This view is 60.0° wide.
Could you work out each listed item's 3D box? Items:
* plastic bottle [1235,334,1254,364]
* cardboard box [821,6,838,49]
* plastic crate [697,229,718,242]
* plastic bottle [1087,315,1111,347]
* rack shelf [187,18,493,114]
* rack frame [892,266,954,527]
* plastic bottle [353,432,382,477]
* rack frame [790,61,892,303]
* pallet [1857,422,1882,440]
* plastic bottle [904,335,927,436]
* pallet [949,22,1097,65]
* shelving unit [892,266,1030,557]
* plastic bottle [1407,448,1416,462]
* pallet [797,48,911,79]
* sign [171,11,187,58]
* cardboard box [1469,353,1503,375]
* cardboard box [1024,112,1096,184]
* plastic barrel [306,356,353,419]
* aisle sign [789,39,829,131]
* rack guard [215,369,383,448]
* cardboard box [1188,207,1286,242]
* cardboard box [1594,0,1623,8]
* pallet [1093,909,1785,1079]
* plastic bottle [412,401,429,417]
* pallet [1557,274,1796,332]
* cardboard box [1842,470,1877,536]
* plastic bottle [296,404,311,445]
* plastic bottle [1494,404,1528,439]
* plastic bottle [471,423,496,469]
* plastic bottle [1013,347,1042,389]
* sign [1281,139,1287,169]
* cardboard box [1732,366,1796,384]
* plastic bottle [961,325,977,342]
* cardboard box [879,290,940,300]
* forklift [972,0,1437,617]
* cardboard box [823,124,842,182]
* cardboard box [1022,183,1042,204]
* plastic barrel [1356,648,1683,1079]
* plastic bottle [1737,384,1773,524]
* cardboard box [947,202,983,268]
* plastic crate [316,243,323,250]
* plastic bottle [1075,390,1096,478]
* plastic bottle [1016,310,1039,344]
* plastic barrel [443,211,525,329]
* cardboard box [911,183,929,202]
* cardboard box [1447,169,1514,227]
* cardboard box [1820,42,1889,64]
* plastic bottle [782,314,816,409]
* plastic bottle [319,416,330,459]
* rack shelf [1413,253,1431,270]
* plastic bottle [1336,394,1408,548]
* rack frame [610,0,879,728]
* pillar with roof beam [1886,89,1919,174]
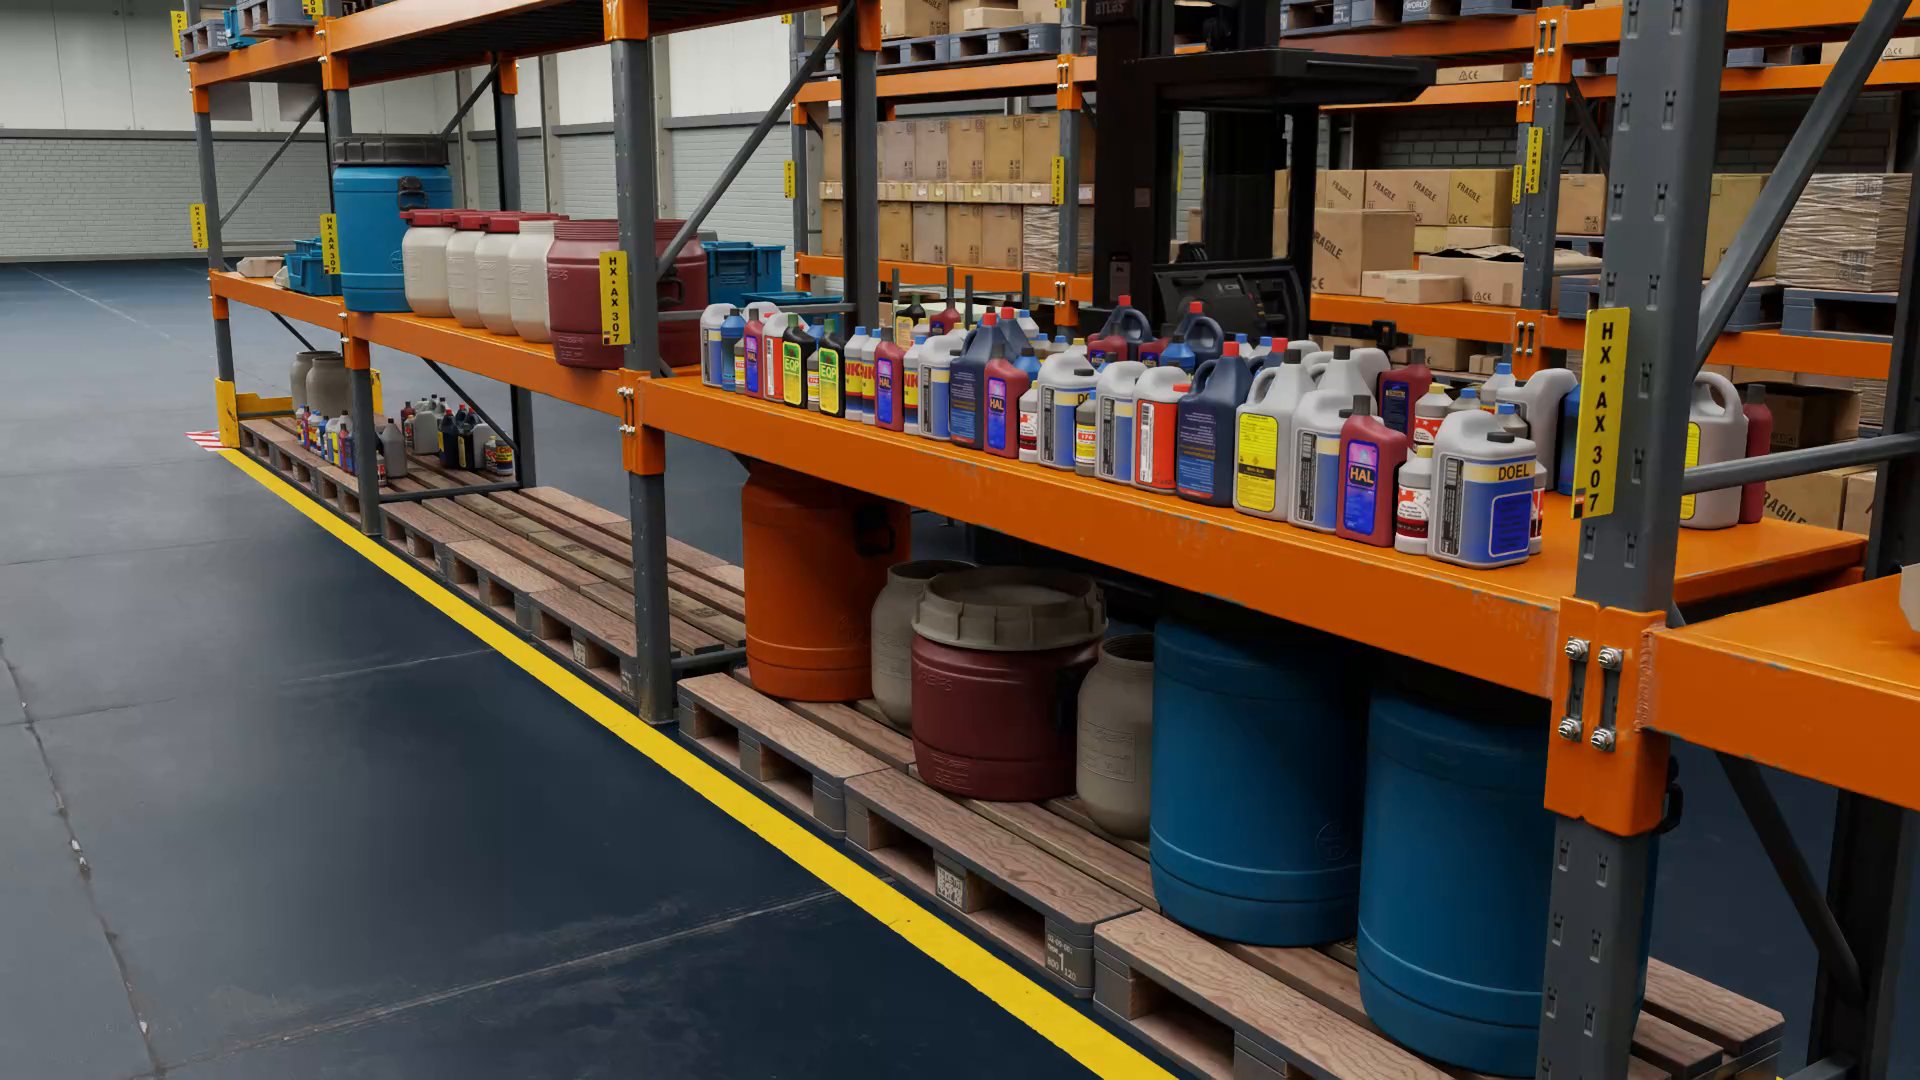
[{"bbox_3d":[0.780,-0.438,4.642,0.097,0.271,0.097,0,12,0],"label":"plastic bottle"},{"bbox_3d":[-0.752,-4.532,14.492,0.797,0.503,0.637,-7,14,-29],"label":"cardboard box"},{"bbox_3d":[-1.400,-1.192,7.642,0.402,0.464,0.583,-8,15,-33],"label":"plastic crate"},{"bbox_3d":[0.453,-0.556,5.154,0.061,0.283,0.133,-8,15,-33],"label":"plastic bottle"},{"bbox_3d":[-4.084,-3.018,10.805,1.077,0.370,4.000,-8,15,-33],"label":"rack shelf"},{"bbox_3d":[-0.206,-0.799,9.505,0.400,1.500,0.023,-8,15,-33],"label":"rack frame"},{"bbox_3d":[-3.573,-0.550,10.026,0.144,0.351,0.185,-9,15,-34],"label":"plastic bottle"},{"bbox_3d":[-1.067,-2.846,15.353,1.000,3.000,0.127,-8,15,-33],"label":"rack frame"},{"bbox_3d":[7.056,-0.787,12.466,1.003,0.211,1.213,-8,15,-33],"label":"pallet"},{"bbox_3d":[-0.108,-0.430,4.608,0.097,0.271,0.097,0,12,0],"label":"plastic bottle"},{"bbox_3d":[0.656,-3.705,12.469,1.003,0.211,1.213,-8,15,-33],"label":"pallet"},{"bbox_3d":[-0.004,-0.734,9.207,0.431,1.500,0.755,-8,15,-33],"label":"shelving unit"},{"bbox_3d":[0.859,-0.109,3.304,0.097,0.201,0.097,0,12,0],"label":"plastic bottle"},{"bbox_3d":[-0.696,-4.139,14.453,1.003,0.211,1.213,-8,15,-33],"label":"pallet"},{"bbox_3d":[-5.653,-3.665,12.060,0.100,0.325,0.005,-8,15,-33],"label":"sign"},{"bbox_3d":[4.950,-1.644,15.459,0.380,0.166,0.250,-11,16,-40],"label":"cardboard box"},{"bbox_3d":[0.899,-2.895,12.308,0.700,0.500,0.500,-8,15,-32],"label":"cardboard box"},{"bbox_3d":[-4.486,-1.053,11.995,0.421,0.512,0.421,0,12,0],"label":"plastic barrel"},{"bbox_3d":[-1.358,-4.091,14.963,0.394,0.787,0.004,-8,15,-33],"label":"aisle sign"},{"bbox_3d":[-5.111,-1.031,12.906,1.175,0.500,0.348,-8,15,-33],"label":"rack guard"},{"bbox_3d":[1.853,-1.951,11.028,0.500,0.500,0.500,-7,14,-29],"label":"cardboard box"},{"bbox_3d":[3.636,-2.864,8.179,0.910,0.500,0.500,-8,15,-33],"label":"cardboard box"},{"bbox_3d":[1.064,1.094,3.864,1.003,0.211,1.213,-8,15,-33],"label":"pallet"},{"bbox_3d":[-3.693,-0.822,11.443,0.152,0.276,0.135,-8,15,-32],"label":"plastic bottle"},{"bbox_3d":[3.800,-1.217,8.354,1.213,0.211,1.003,-8,15,-33],"label":"pallet"},{"bbox_3d":[4.242,-0.027,7.287,0.500,0.500,0.500,-9,15,-35],"label":"cardboard box"},{"bbox_3d":[-4.447,-0.783,11.276,0.097,0.271,0.097,0,12,0],"label":"plastic bottle"},{"bbox_3d":[1.221,-0.203,3.735,0.097,0.201,0.097,0,12,0],"label":"plastic bottle"},{"bbox_3d":[-2.990,-0.596,10.411,0.152,0.276,0.135,-7,14,-31],"label":"plastic bottle"},{"bbox_3d":[0.174,-0.363,4.302,0.097,0.271,0.097,0,12,0],"label":"plastic bottle"},{"bbox_3d":[3.528,-4.215,18.164,0.100,0.325,0.005,-8,15,-33],"label":"sign"},{"bbox_3d":[6.558,-1.316,13.179,0.700,0.500,0.500,-8,15,-33],"label":"cardboard box"},{"bbox_3d":[0.050,-0.638,5.722,0.097,0.201,0.097,0,12,0],"label":"plastic bottle"},{"bbox_3d":[-0.522,-2.014,15.247,0.500,0.500,0.500,-8,15,-33],"label":"cardboard box"},{"bbox_3d":[1.373,-1.077,7.425,1.130,2.935,3.031,-10,16,-38],"label":"forklift"},{"bbox_3d":[-0.789,-3.434,14.774,0.700,0.500,0.500,-8,15,-33],"label":"cardboard box"},{"bbox_3d":[0.685,-2.567,12.327,0.380,0.149,0.250,-8,15,-34],"label":"cardboard box"},{"bbox_3d":[1.169,0.595,3.547,0.600,0.901,0.708,-8,15,-33],"label":"plastic barrel"},{"bbox_3d":[1.608,-0.185,3.458,0.061,0.283,0.133,-8,15,-33],"label":"plastic bottle"},{"bbox_3d":[0.326,-2.444,13.282,0.700,0.500,0.500,-8,15,-32],"label":"cardboard box"},{"bbox_3d":[-4.311,-2.018,11.915,0.499,0.251,0.408,-8,15,-33],"label":"plastic crate"},{"bbox_3d":[0.326,-0.257,3.979,0.097,0.201,0.097,0,12,0],"label":"plastic bottle"},{"bbox_3d":[0.212,-0.620,5.477,0.097,0.271,0.097,0,12,0],"label":"plastic bottle"},{"bbox_3d":[-2.222,-1.288,7.914,0.433,0.535,0.433,0,12,0],"label":"plastic barrel"},{"bbox_3d":[-0.177,-2.843,13.587,0.380,0.149,0.250,-8,15,-32],"label":"cardboard box"},{"bbox_3d":[4.752,-3.072,14.935,0.500,0.500,0.500,-8,15,-33],"label":"cardboard box"},{"bbox_3d":[6.847,-3.777,12.302,0.797,0.503,0.637,-6,14,-25],"label":"cardboard box"},{"bbox_3d":[-0.497,-0.554,5.145,0.061,0.283,0.133,-8,15,-33],"label":"plastic bottle"},{"bbox_3d":[-4.089,-0.668,10.752,0.097,0.271,0.097,0,12,0],"label":"plastic bottle"},{"bbox_3d":[4.163,-2.726,16.488,1.077,0.370,4.000,-8,15,-33],"label":"rack shelf"},{"bbox_3d":[0.803,-0.136,3.237,0.061,0.283,0.133,-8,15,-33],"label":"plastic bottle"},{"bbox_3d":[-0.760,-0.837,6.169,1.000,3.000,0.127,-8,15,-33],"label":"rack frame"},{"bbox_3d":[3.904,-4.765,10.086,9.100,9.000,0.400,-8,15,-33],"label":"pillar with roof beam"}]
